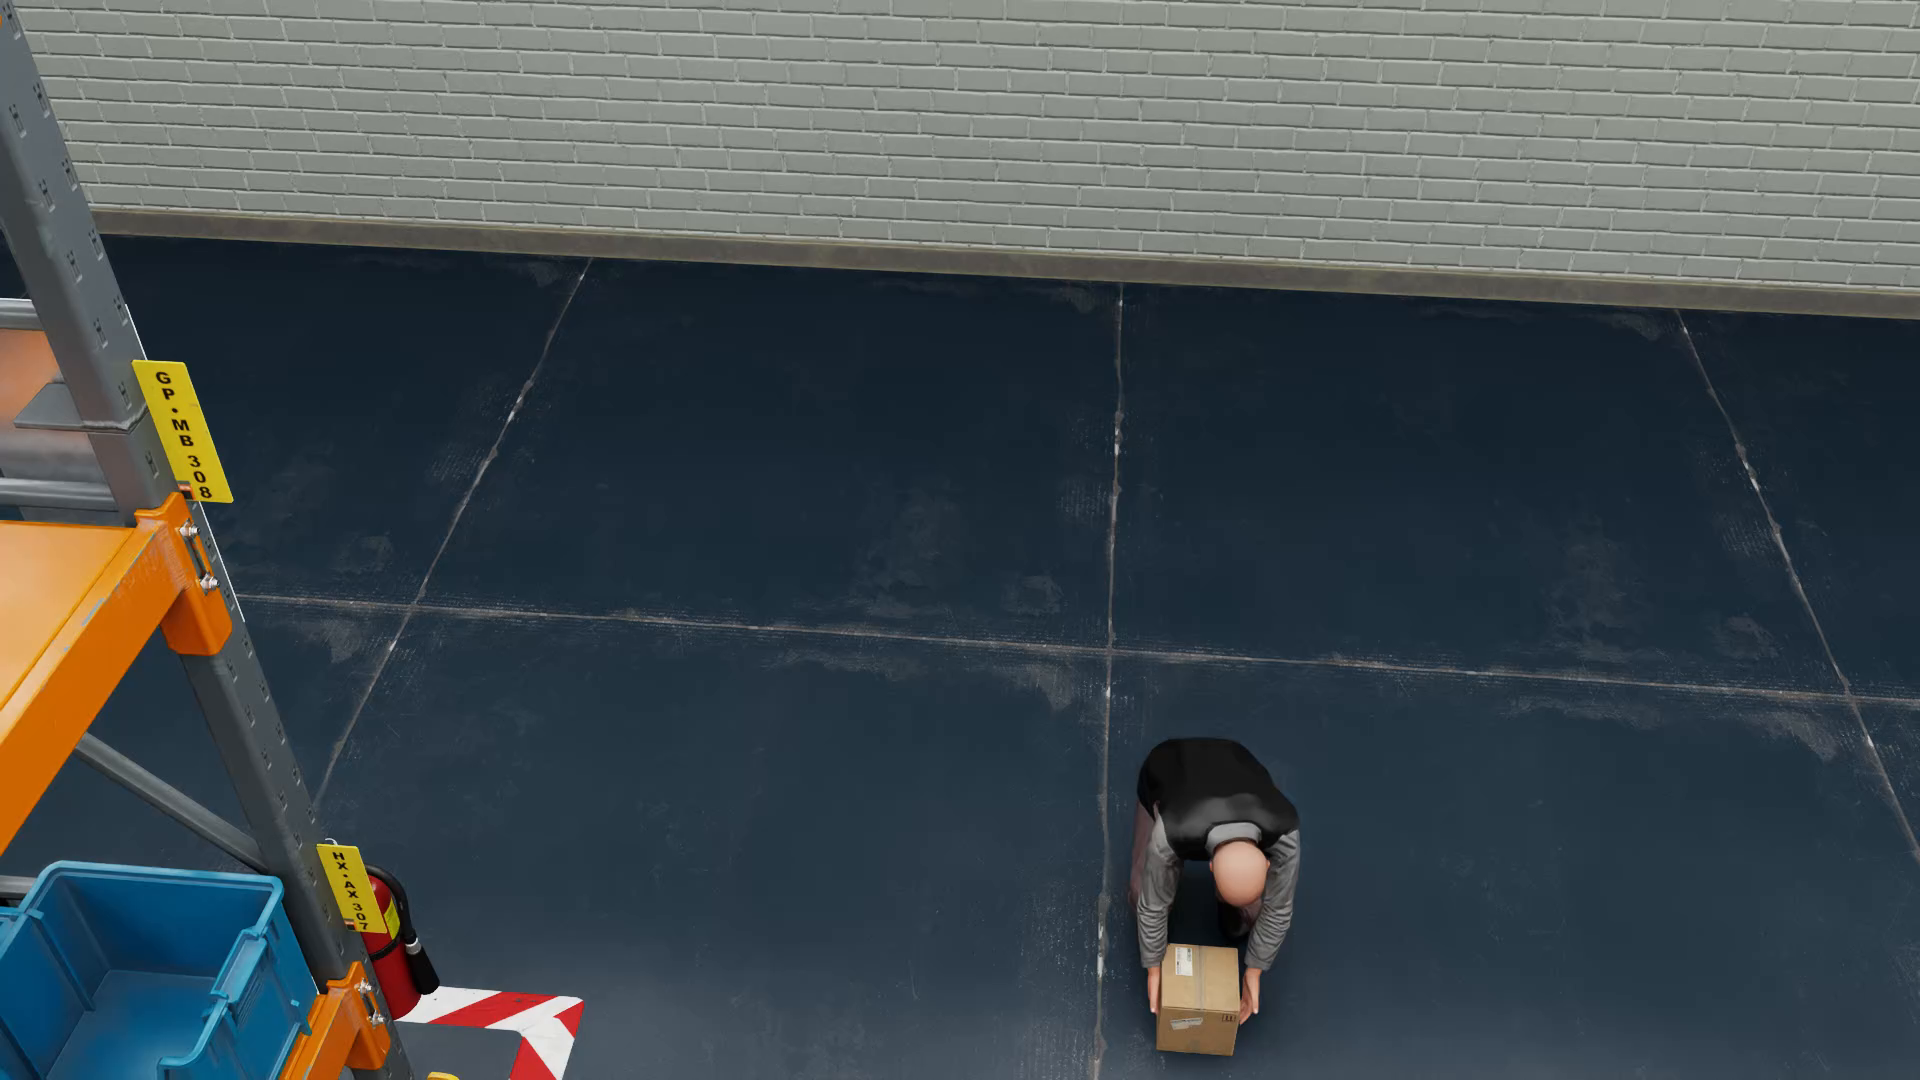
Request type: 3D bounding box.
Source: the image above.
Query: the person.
[{"bbox_3d":[0.828,1.091,5.574,0.529,0.832,0.877,3,40,4],"label":"person"}]
